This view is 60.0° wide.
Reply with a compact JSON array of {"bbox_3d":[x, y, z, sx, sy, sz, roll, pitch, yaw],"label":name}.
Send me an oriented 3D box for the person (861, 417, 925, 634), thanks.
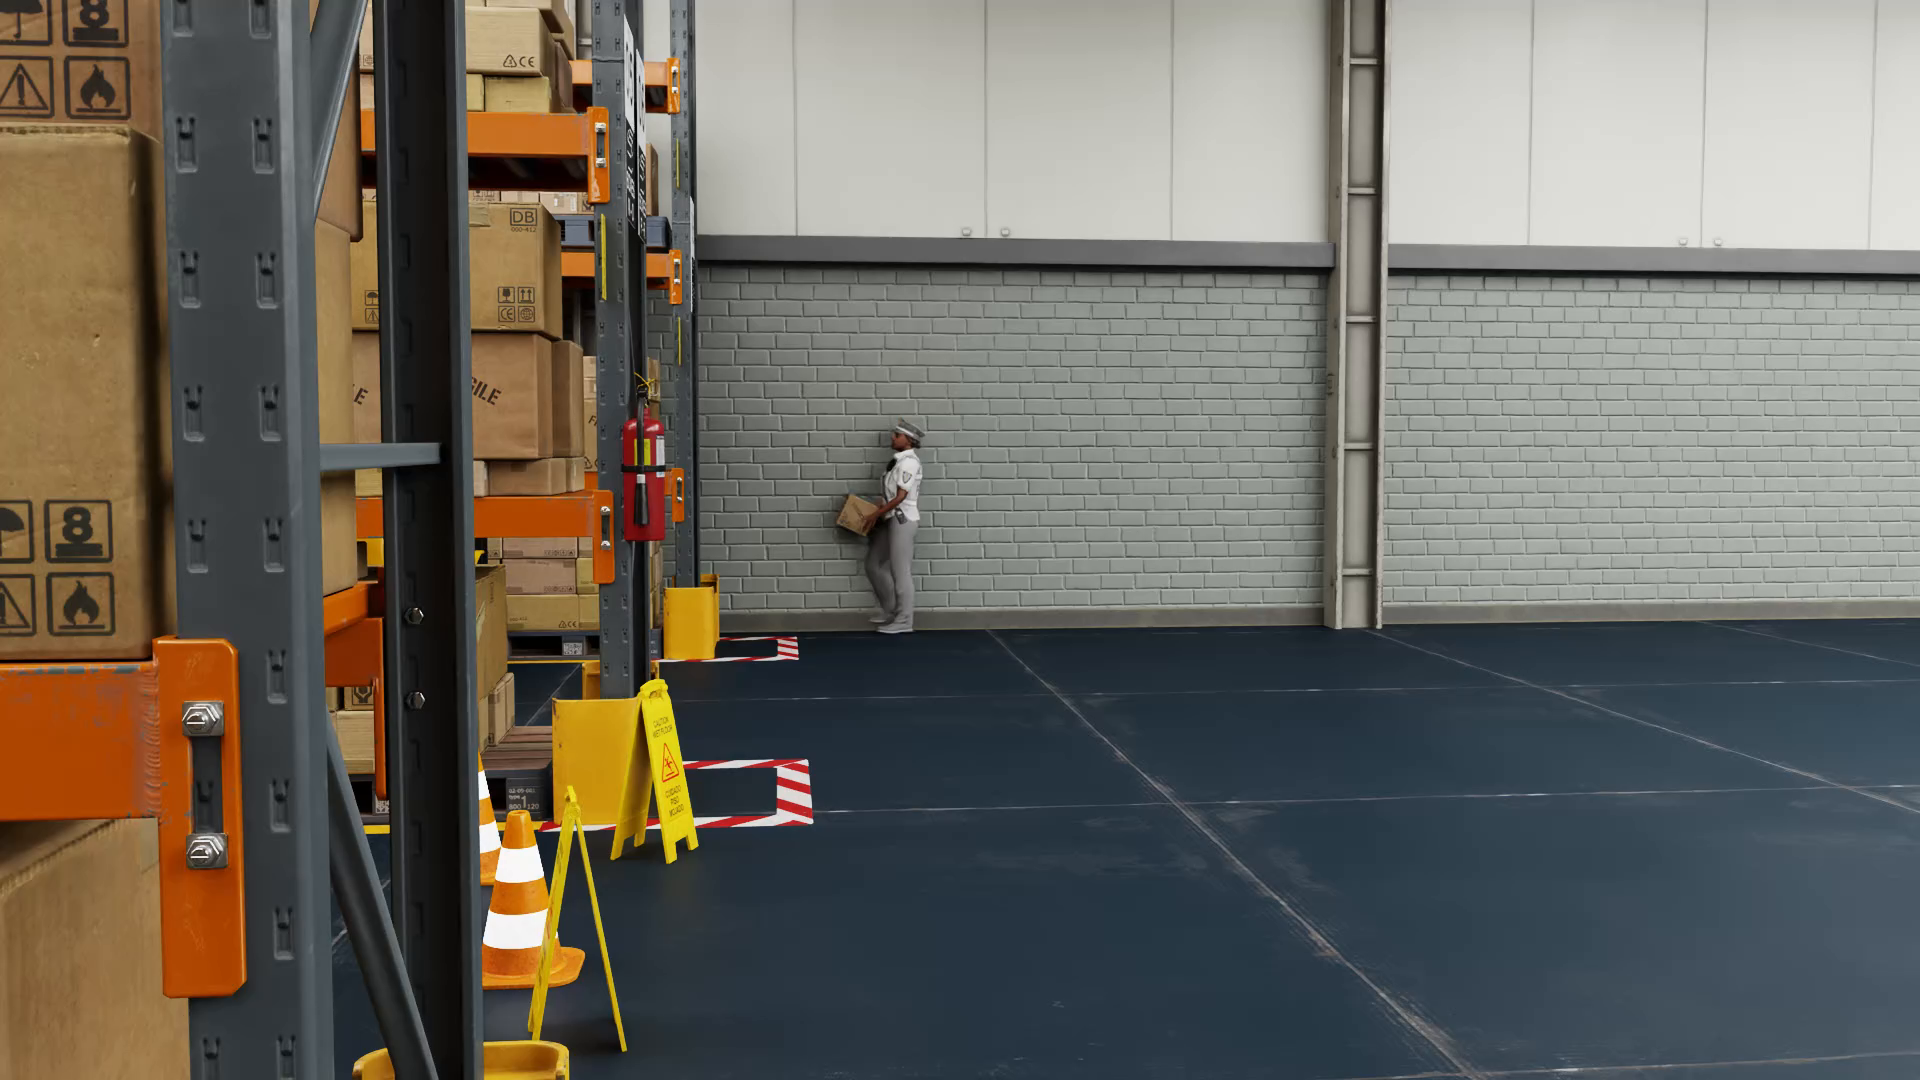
[{"bbox_3d":[-0.544,-0.117,13.110,0.526,1.699,0.489,-1,4,-13],"label":"person"}]
